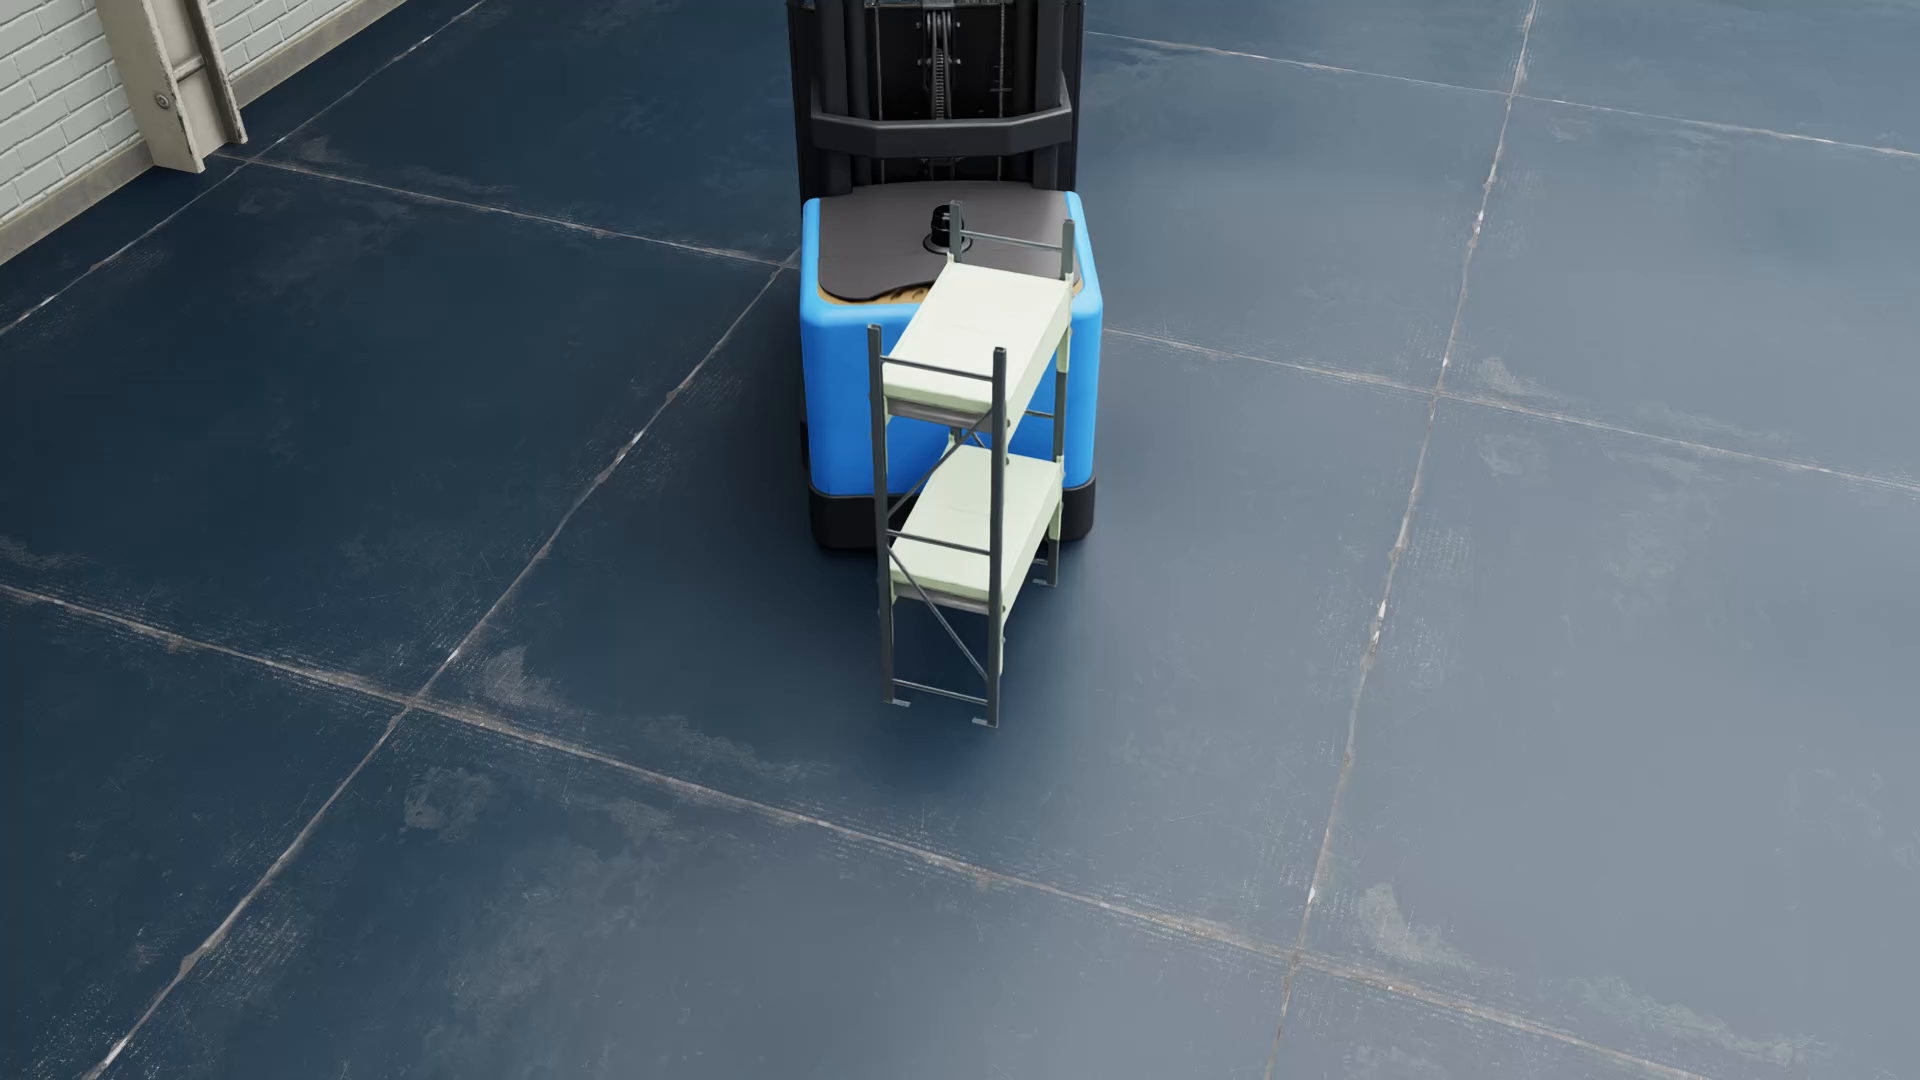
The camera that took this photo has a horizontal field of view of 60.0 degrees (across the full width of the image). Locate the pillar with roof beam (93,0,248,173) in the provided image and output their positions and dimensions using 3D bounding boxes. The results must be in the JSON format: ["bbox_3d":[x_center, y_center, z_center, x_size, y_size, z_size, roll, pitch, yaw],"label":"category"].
[{"bbox_3d":[0.109,-4.480,4.567,9.100,9.000,0.400,13,42,15],"label":"pillar with roof beam"}]

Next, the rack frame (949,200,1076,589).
[{"bbox_3d":[0.160,-0.441,5.611,0.400,1.500,0.023,12,42,14],"label":"rack frame"}]

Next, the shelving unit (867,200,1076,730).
[{"bbox_3d":[0.048,-0.215,5.346,0.431,1.500,0.755,12,42,14],"label":"shelving unit"}]

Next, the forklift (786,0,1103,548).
[{"bbox_3d":[-0.102,-2.025,6.365,1.130,2.935,3.031,-2,41,-2],"label":"forklift"}]

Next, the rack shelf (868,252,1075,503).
[{"bbox_3d":[0.048,-0.512,5.093,0.431,0.370,0.720,12,42,14],"label":"rack shelf"}]

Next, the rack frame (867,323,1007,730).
[{"bbox_3d":[-0.065,0.011,5.081,0.400,1.500,0.023,12,42,14],"label":"rack frame"}]

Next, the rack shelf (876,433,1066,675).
[{"bbox_3d":[0.048,0.033,5.558,0.431,0.370,0.720,12,42,14],"label":"rack shelf"}]
